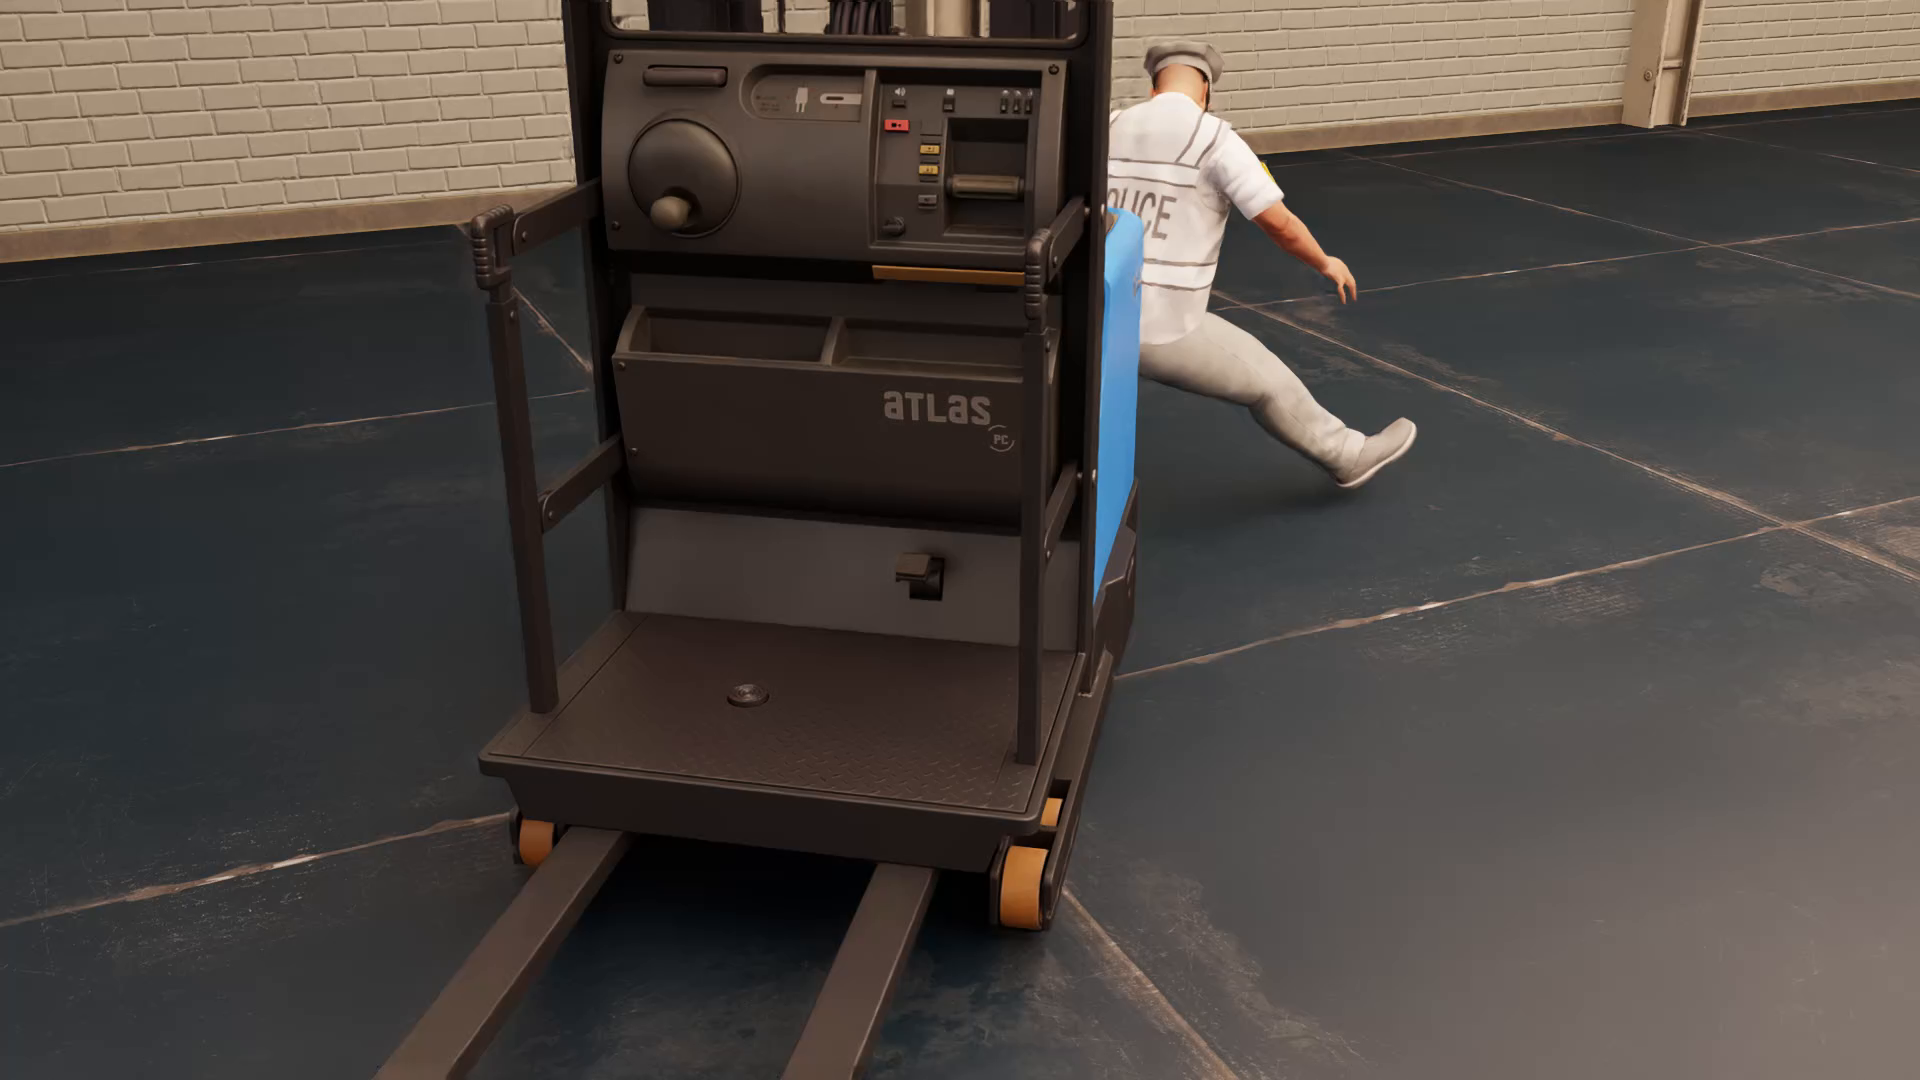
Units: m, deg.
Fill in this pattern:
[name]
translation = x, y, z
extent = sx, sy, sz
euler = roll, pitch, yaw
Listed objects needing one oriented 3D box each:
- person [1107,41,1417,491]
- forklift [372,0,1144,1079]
[person]
translation = 0.724, -0.814, 5.252
extent = 1.119, 1.464, 1.134
euler = -21, 30, -40
[forklift]
translation = -0.299, -0.743, 3.075
extent = 1.130, 2.935, 3.031
euler = 5, 23, 11
